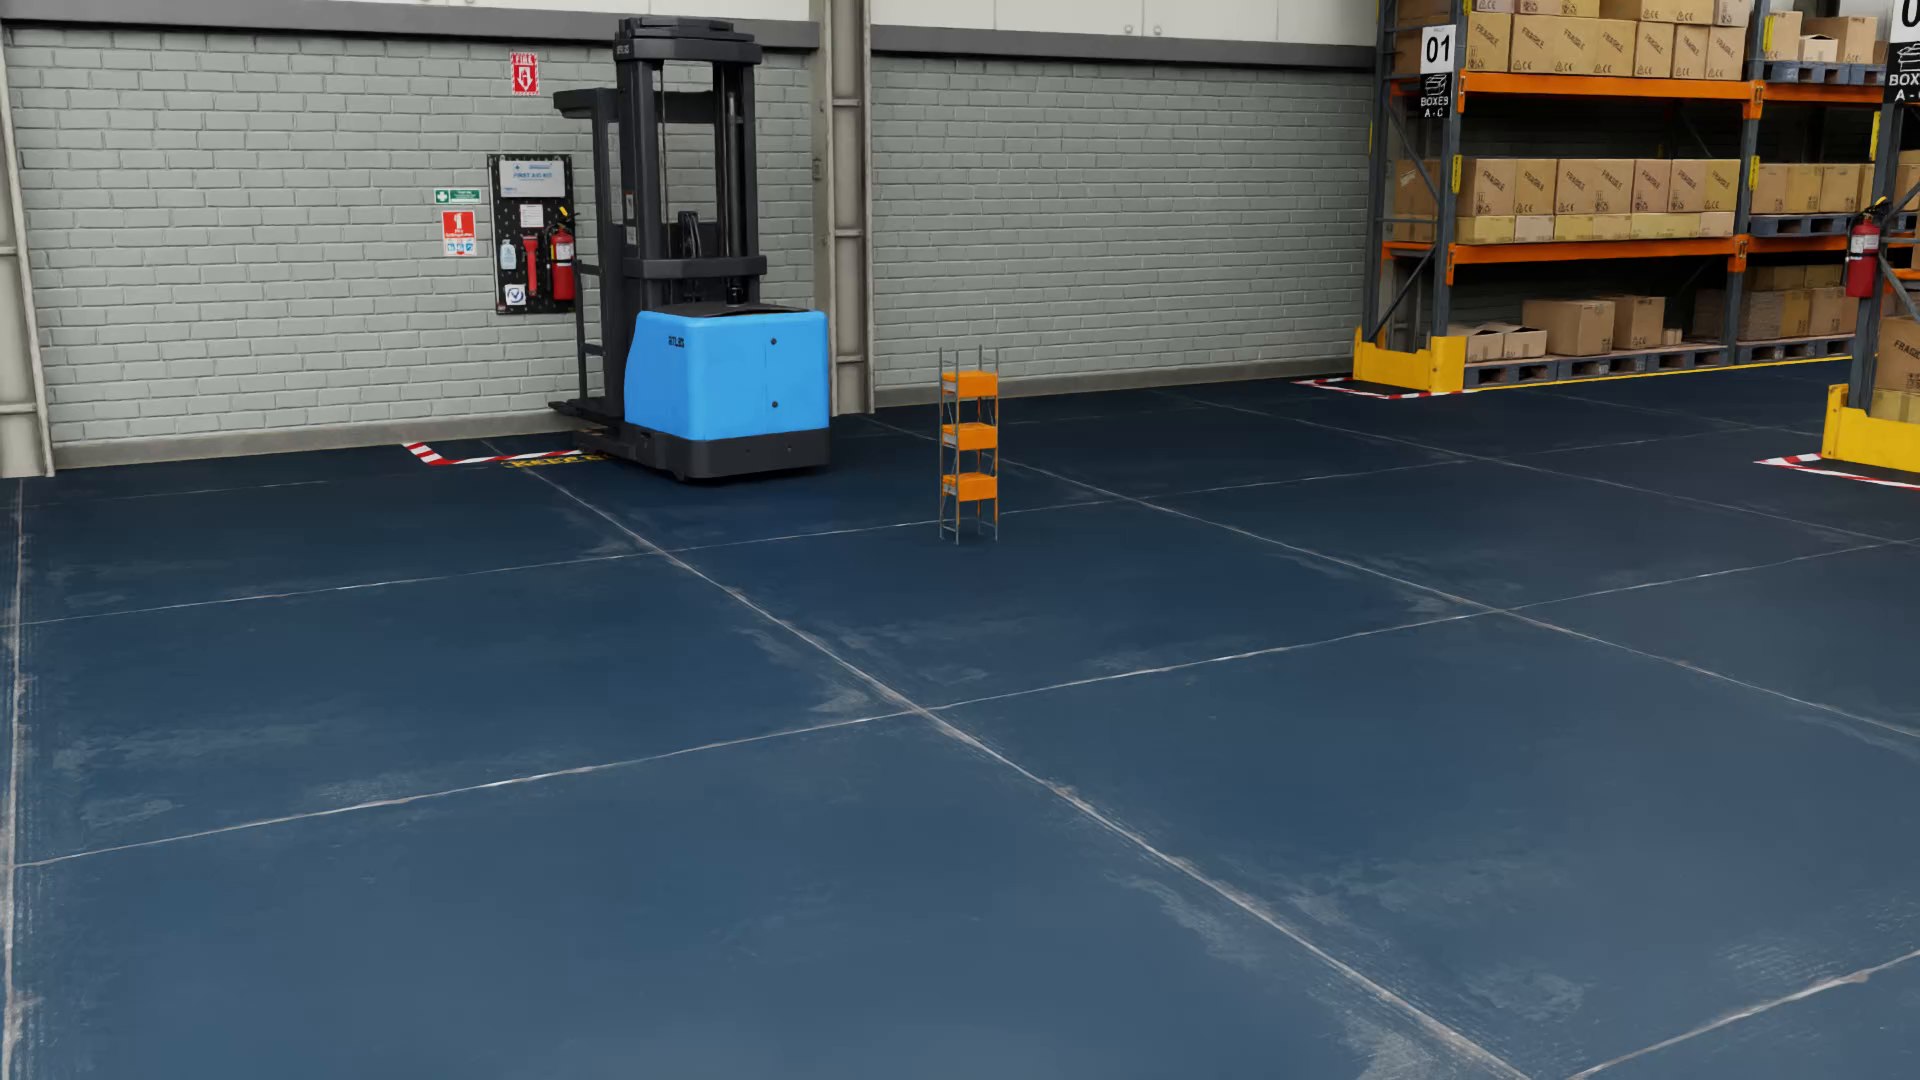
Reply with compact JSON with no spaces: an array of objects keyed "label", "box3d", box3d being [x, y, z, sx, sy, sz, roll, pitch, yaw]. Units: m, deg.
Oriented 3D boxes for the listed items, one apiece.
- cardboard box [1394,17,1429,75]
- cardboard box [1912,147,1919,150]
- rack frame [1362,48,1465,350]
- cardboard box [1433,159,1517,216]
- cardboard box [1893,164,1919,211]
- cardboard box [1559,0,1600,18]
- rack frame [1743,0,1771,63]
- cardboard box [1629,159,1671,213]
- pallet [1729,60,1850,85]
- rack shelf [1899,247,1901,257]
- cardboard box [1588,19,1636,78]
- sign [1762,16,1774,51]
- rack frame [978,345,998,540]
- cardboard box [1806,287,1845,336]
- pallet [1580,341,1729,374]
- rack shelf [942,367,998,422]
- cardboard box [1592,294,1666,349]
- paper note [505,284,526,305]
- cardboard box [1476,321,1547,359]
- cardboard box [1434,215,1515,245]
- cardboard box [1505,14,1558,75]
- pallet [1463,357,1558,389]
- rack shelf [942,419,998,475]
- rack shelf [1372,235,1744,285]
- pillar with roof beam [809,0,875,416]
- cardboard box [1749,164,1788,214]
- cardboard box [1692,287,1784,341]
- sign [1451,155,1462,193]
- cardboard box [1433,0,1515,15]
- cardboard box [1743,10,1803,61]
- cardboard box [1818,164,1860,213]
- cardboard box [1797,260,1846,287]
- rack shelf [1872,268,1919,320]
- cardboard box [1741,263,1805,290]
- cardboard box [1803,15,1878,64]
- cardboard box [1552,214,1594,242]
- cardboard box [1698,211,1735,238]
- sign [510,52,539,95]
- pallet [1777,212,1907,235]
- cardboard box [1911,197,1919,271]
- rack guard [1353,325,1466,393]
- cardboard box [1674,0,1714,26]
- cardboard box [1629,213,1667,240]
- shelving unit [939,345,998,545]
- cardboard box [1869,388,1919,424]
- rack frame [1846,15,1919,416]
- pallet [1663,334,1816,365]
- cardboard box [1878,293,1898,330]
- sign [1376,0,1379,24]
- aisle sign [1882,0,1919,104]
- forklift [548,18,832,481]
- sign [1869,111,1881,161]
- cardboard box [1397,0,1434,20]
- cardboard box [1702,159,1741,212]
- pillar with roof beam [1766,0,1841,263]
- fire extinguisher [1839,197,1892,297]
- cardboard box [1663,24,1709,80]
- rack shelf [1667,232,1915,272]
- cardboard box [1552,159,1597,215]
[{"label":"cardboard box","box3d":[4.362,-4.529,15.295,0.500,0.500,0.500,-6,14,-24]},{"label":"cardboard box","box3d":[11.413,-4.423,19.271,0.500,0.250,0.500,-6,14,-26]},{"label":"rack frame","box3d":[4.117,-2.914,15.226,0.127,3.000,1.000,-7,14,-28]},{"label":"cardboard box","box3d":[4.680,-3.209,15.124,0.500,0.500,0.500,-7,14,-28]},{"label":"cardboard box","box3d":[10.253,-3.904,18.394,0.500,0.500,0.700,-8,15,-33]},{"label":"cardboard box","box3d":[5.480,-5.017,15.186,0.500,0.500,0.500,-6,14,-26]},{"label":"rack frame","box3d":[7.628,-6.262,16.437,0.127,3.000,1.000,-7,14,-28]},{"label":"cardboard box","box3d":[6.478,-3.423,16.077,0.500,0.500,0.500,-7,15,-29]},{"label":"pallet","box3d":[8.221,-4.751,16.984,1.003,0.211,1.213,-7,14,-28]},{"label":"rack shelf","box3d":[12.894,-3.615,19.979,4.000,0.370,1.077,-7,14,-28]},{"label":"cardboard box","box3d":[5.933,-4.588,15.561,0.500,0.500,0.500,-6,14,-24]},{"label":"sign","box3d":[7.894,-4.947,16.249,0.005,0.325,0.100,-7,14,-28]},{"label":"rack frame","box3d":[0.154,-0.531,9.076,0.008,1.050,0.200,-7,14,-28]},{"label":"cardboard box","box3d":[9.163,-2.521,18.169,0.500,0.500,0.700,-7,14,-27]},{"label":"pallet","box3d":[7.055,-1.897,17.058,1.213,0.211,1.003,-7,14,-28]},{"label":"rack shelf","box3d":[0.047,-0.784,8.959,0.240,0.259,0.215,-7,14,-28]},{"label":"cardboard box","box3d":[6.736,-2.213,16.802,0.500,0.500,0.500,-8,15,-32]},{"label":"paper note","box3d":[-3.325,-1.836,12.440,0.142,0.148,0.016,-7,14,-28]},{"label":"cardboard box","box3d":[5.268,-1.932,15.986,0.500,0.311,0.500,-6,14,-23]},{"label":"cardboard box","box3d":[4.697,-2.841,15.196,0.500,0.250,0.500,-7,15,-29]},{"label":"cardboard box","box3d":[5.019,-4.473,15.046,0.500,0.500,0.500,-6,14,-24]},{"label":"pallet","box3d":[4.914,-1.640,15.917,1.213,0.211,1.003,-7,14,-28]},{"label":"rack shelf","box3d":[0.047,-0.507,9.021,0.240,0.259,0.215,-7,14,-28]},{"label":"rack shelf","box3d":[5.872,-2.774,16.240,4.000,0.370,1.077,-7,14,-28]},{"label":"pillar with roof beam","box3d":[1.113,-4.620,9.144,0.400,9.000,9.100,-7,14,-28]},{"label":"cardboard box","box3d":[8.091,-3.645,17.245,0.500,0.500,0.700,-7,14,-28]},{"label":"cardboard box","box3d":[8.266,-2.411,17.680,0.500,0.500,0.700,-6,14,-26]},{"label":"sign","box3d":[4.377,-3.232,14.666,0.005,0.325,0.100,-7,14,-28]},{"label":"cardboard box","box3d":[4.571,-4.918,14.746,0.500,0.500,0.500,-8,15,-32]},{"label":"cardboard box","box3d":[8.146,-5.094,16.896,0.500,0.500,0.500,-5,13,-20]},{"label":"cardboard box","box3d":[9.148,-3.778,17.835,0.500,0.500,0.700,-5,14,-20]},{"label":"cardboard box","box3d":[9.552,-2.928,18.271,0.500,0.250,0.500,-7,14,-28]},{"label":"rack shelf","box3d":[8.249,-1.819,12.000,4.000,0.370,1.077,-7,14,-28]},{"label":"cardboard box","box3d":[8.651,-2.823,17.807,0.500,0.250,0.500,-7,15,-29]},{"label":"cardboard box","box3d":[9.228,-5.224,17.473,0.500,0.500,0.500,-7,15,-30]},{"label":"cardboard box","box3d":[5.596,-2.951,15.684,0.500,0.250,0.500,-7,15,-29]},{"label":"cardboard box","box3d":[7.357,-3.163,16.629,0.500,0.250,0.500,-7,14,-28]},{"label":"sign","box3d":[-3.192,-3.420,12.194,0.199,0.298,0.001,-7,14,-28]},{"label":"pallet","box3d":[9.421,-3.446,18.026,1.213,0.211,1.003,-7,14,-28]},{"label":"cardboard box","box3d":[6.910,-2.055,11.182,0.500,0.500,0.700,-7,14,-28]},{"label":"rack guard","box3d":[4.184,-1.703,15.536,0.348,0.500,1.175,-7,14,-28]},{"label":"cardboard box","box3d":[6.839,-5.180,15.910,0.500,0.500,0.500,-6,14,-25]},{"label":"cardboard box","box3d":[6.482,-3.057,16.155,0.500,0.250,0.500,-7,14,-28]},{"label":"shelving unit","box3d":[0.047,-0.518,9.019,0.252,1.050,0.215,-7,14,-28]},{"label":"cardboard box","box3d":[6.823,-0.937,11.745,0.500,0.250,0.500,-7,14,-28]},{"label":"rack frame","box3d":[6.494,-1.960,10.986,0.127,3.000,1.000,-7,14,-28]},{"label":"pallet","box3d":[8.310,-2.057,17.767,1.213,0.211,1.003,-7,14,-28]},{"label":"cardboard box","box3d":[10.024,-2.633,18.669,0.500,0.500,0.700,-7,14,-28]},{"label":"sign","box3d":[3.868,-4.919,15.284,0.005,0.325,0.100,-7,14,-28]},{"label":"aisle sign","box3d":[6.295,-3.278,10.921,0.004,0.787,0.394,-7,14,-28]},{"label":"forklift","box3d":[-2.119,-2.077,11.663,1.130,2.935,3.031,-9,15,-35]},{"label":"sign","box3d":[6.246,-2.746,11.304,0.005,0.325,0.100,-7,14,-28]},{"label":"cardboard box","box3d":[4.370,-5.020,15.199,0.500,0.500,0.500,-6,14,-25]},{"label":"cardboard box","box3d":[7.361,-3.528,16.542,0.500,0.500,0.500,-7,14,-28]},{"label":"pillar with roof beam","box3d":[11.646,-5.883,14.753,0.400,9.000,9.100,-7,14,-28]},{"label":"fire extinguisher","box3d":[6.167,-1.999,11.337,0.183,0.674,0.296,-7,14,-28]},{"label":"cardboard box","box3d":[6.853,-4.705,16.080,0.500,0.500,0.500,-8,15,-33]},{"label":"rack shelf","box3d":[9.383,-3.194,18.110,4.000,0.370,1.077,-7,14,-28]},{"label":"cardboard box","box3d":[5.575,-3.312,15.582,0.500,0.500,0.500,-7,15,-30]}]
